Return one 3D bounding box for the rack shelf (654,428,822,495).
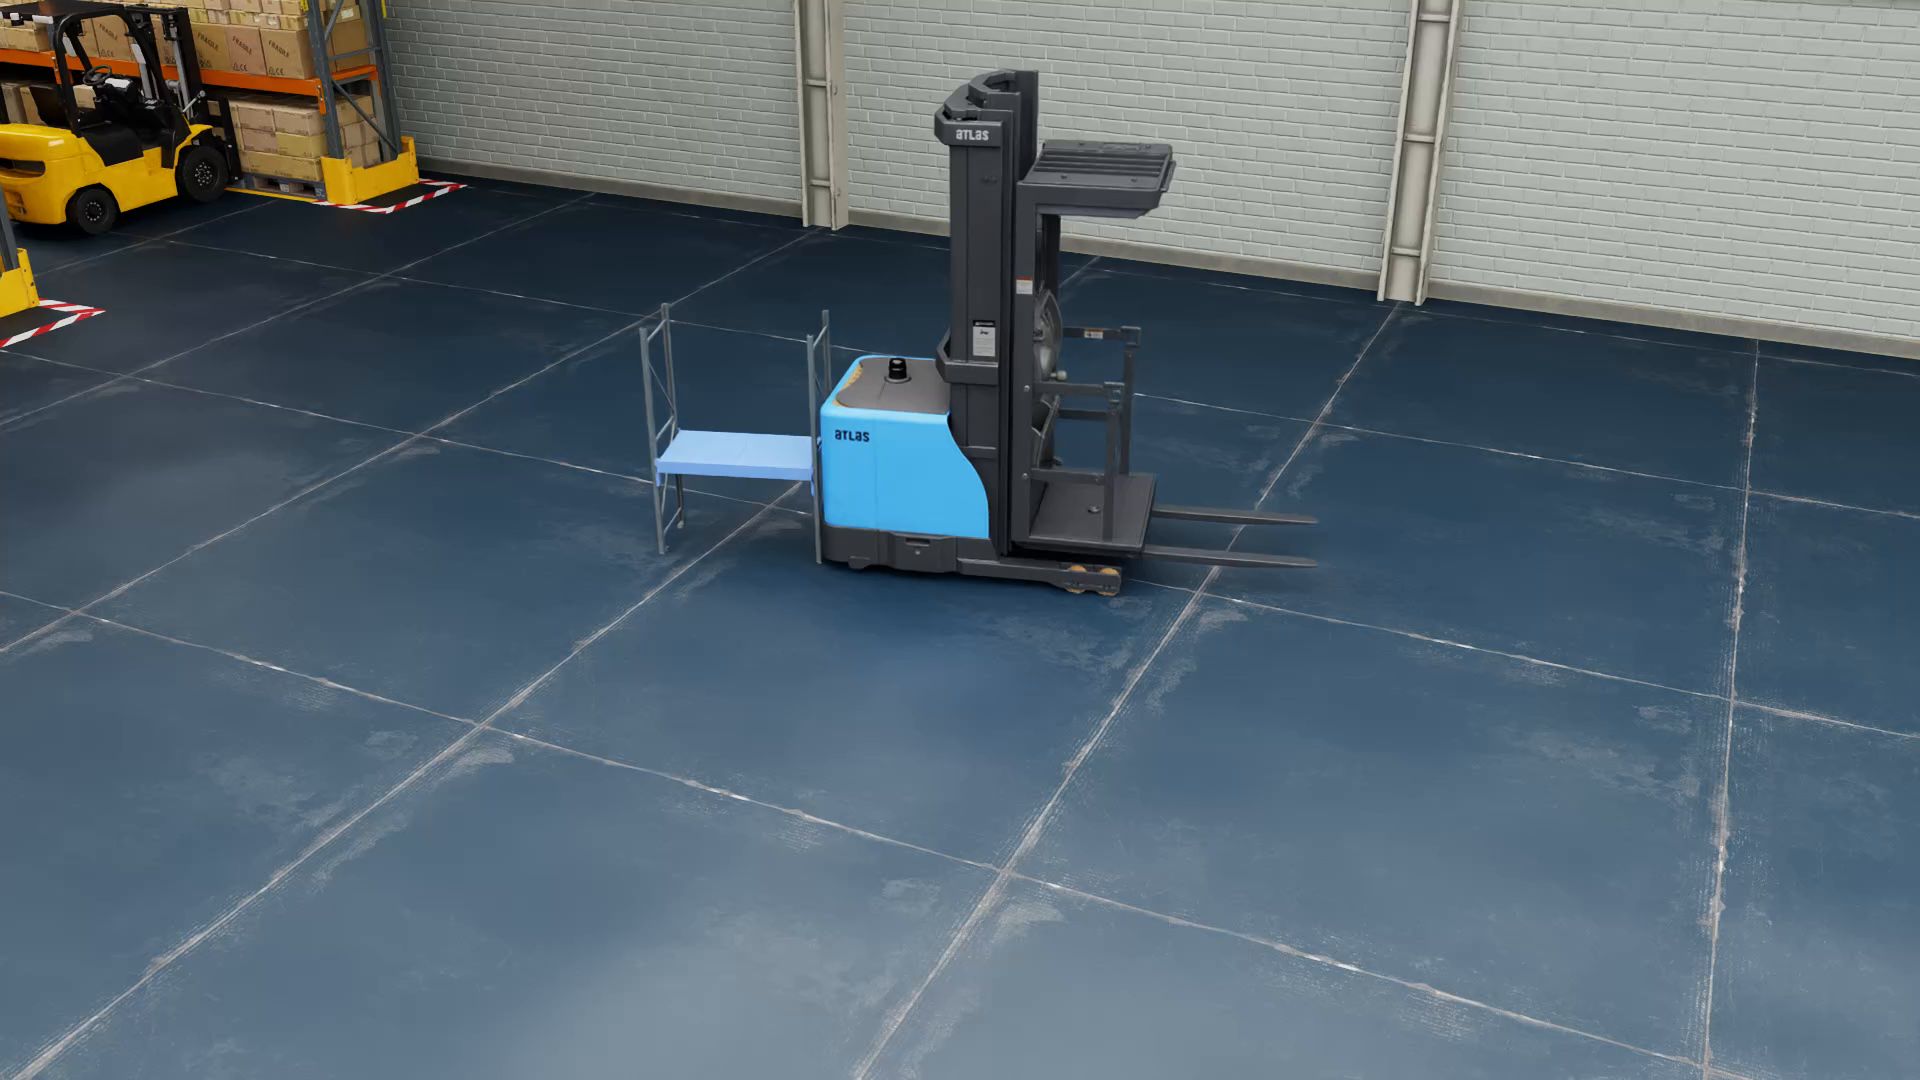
[{"bbox_3d":[-1.360,-0.500,10.475,1.000,0.185,0.538,3,26,7],"label":"rack shelf"}]

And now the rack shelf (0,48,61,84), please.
[{"bbox_3d":[-12.069,-6.045,20.446,4.000,0.370,1.077,11,28,22],"label":"rack shelf"}]

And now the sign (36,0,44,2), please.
[{"bbox_3d":[-10.464,-6.266,18.859,0.005,0.325,0.100,11,28,22],"label":"sign"}]

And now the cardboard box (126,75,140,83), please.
[{"bbox_3d":[-9.720,-5.393,19.813,0.500,0.250,0.500,12,29,23],"label":"cardboard box"}]

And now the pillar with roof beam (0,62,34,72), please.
[{"bbox_3d":[-14.111,-7.818,16.441,0.400,9.000,9.100,11,28,22],"label":"pillar with roof beam"}]

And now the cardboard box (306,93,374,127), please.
[{"bbox_3d":[-6.966,-4.838,18.685,0.500,0.250,0.500,11,28,21],"label":"cardboard box"}]

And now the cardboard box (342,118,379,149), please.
[{"bbox_3d":[-6.949,-4.619,18.807,0.500,0.250,0.500,12,29,23],"label":"cardboard box"}]

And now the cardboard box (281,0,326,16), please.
[{"bbox_3d":[-7.020,-5.720,17.788,0.250,0.149,0.380,11,28,22],"label":"cardboard box"}]

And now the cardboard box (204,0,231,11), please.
[{"bbox_3d":[-7.986,-5.868,18.089,0.250,0.149,0.380,12,29,23],"label":"cardboard box"}]

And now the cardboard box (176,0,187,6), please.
[{"bbox_3d":[-8.419,-5.998,18.353,0.250,0.149,0.380,12,29,23],"label":"cardboard box"}]

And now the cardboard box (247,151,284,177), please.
[{"bbox_3d":[-7.614,-4.279,18.682,0.500,0.250,0.500,11,28,22],"label":"cardboard box"}]

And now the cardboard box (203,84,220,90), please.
[{"bbox_3d":[-8.798,-5.208,19.438,0.500,0.250,0.500,12,28,22],"label":"cardboard box"}]

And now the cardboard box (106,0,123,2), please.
[{"bbox_3d":[-9.377,-6.150,18.662,0.250,0.149,0.380,12,29,23],"label":"cardboard box"}]

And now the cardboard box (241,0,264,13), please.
[{"bbox_3d":[-7.507,-5.790,17.930,0.250,0.149,0.380,12,29,23],"label":"cardboard box"}]

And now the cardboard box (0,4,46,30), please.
[{"bbox_3d":[-10.801,-6.146,19.440,0.500,0.250,0.500,11,28,21],"label":"cardboard box"}]

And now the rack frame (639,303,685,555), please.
[{"bbox_3d":[-1.864,-0.690,10.453,0.032,1.500,0.500,3,26,7],"label":"rack frame"}]

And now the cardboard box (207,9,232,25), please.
[{"bbox_3d":[-7.978,-5.743,18.172,0.250,0.149,0.380,10,28,20],"label":"cardboard box"}]

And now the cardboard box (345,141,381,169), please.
[{"bbox_3d":[-6.973,-4.394,18.915,0.500,0.250,0.500,11,28,22],"label":"cardboard box"}]

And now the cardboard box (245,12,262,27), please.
[{"bbox_3d":[-7.494,-5.664,18.010,0.250,0.149,0.380,12,29,23],"label":"cardboard box"}]

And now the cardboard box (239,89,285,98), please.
[{"bbox_3d":[-7.873,-5.023,19.063,0.500,0.250,0.500,11,28,21],"label":"cardboard box"}]

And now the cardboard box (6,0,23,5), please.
[{"bbox_3d":[-10.893,-6.351,19.405,0.250,0.149,0.380,11,28,21],"label":"cardboard box"}]

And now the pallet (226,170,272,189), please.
[{"bbox_3d":[-8.427,-4.366,19.379,1.213,0.211,1.003,11,28,22],"label":"pallet"}]

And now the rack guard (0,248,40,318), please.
[{"bbox_3d":[-8.727,-2.166,14.584,0.348,0.500,1.175,11,28,22],"label":"rack guard"}]

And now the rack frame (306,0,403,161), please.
[{"bbox_3d":[-6.607,-5.270,18.059,0.127,3.000,1.000,11,28,22],"label":"rack frame"}]

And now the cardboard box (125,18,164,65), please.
[{"bbox_3d":[-9.010,-5.680,18.777,0.500,0.500,0.500,11,28,21],"label":"cardboard box"}]

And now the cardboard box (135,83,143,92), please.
[{"bbox_3d":[-9.476,-5.093,19.204,0.500,0.250,0.500,11,28,22],"label":"cardboard box"}]

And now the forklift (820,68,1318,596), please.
[{"bbox_3d":[0.713,-1.229,9.929,3.031,2.935,1.130,5,27,10],"label":"forklift"}]

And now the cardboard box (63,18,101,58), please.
[{"bbox_3d":[-9.952,-5.860,19.144,0.500,0.500,0.500,11,28,20],"label":"cardboard box"}]

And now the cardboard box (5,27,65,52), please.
[{"bbox_3d":[-10.815,-5.921,19.551,0.500,0.250,0.500,12,29,23],"label":"cardboard box"}]

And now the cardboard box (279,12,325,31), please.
[{"bbox_3d":[-7.038,-5.557,17.793,0.250,0.149,0.380,12,29,23],"label":"cardboard box"}]

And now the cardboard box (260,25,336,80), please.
[{"bbox_3d":[-7.163,-5.300,18.005,0.500,0.500,0.500,11,28,21],"label":"cardboard box"}]

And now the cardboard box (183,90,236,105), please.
[{"bbox_3d":[-8.544,-4.907,18.827,0.500,0.250,0.500,11,28,21],"label":"cardboard box"}]

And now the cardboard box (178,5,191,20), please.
[{"bbox_3d":[-8.406,-5.863,18.416,0.250,0.149,0.380,11,28,21],"label":"cardboard box"}]

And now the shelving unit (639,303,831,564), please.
[{"bbox_3d":[-1.360,-0.661,10.396,1.048,1.500,0.538,3,26,7],"label":"shelving unit"}]

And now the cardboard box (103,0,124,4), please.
[{"bbox_3d":[-9.388,-6.015,18.724,0.250,0.149,0.380,12,29,23],"label":"cardboard box"}]

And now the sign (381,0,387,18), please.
[{"bbox_3d":[-6.372,-5.916,18.301,0.005,0.325,0.100,11,28,22],"label":"sign"}]

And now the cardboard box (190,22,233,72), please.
[{"bbox_3d":[-8.099,-5.492,18.395,0.500,0.500,0.500,11,28,21],"label":"cardboard box"}]

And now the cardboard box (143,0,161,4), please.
[{"bbox_3d":[-8.875,-6.090,18.539,0.250,0.149,0.380,11,28,22],"label":"cardboard box"}]

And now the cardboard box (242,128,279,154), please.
[{"bbox_3d":[-7.631,-4.509,18.583,0.500,0.250,0.500,11,28,21],"label":"cardboard box"}]

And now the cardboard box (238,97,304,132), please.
[{"bbox_3d":[-7.622,-4.723,18.454,0.500,0.250,0.500,12,29,23],"label":"cardboard box"}]

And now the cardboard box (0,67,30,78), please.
[{"bbox_3d":[-12.116,-5.497,20.732,0.625,0.625,0.875,10,28,20],"label":"cardboard box"}]

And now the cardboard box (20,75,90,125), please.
[{"bbox_3d":[-10.728,-5.216,20.161,0.625,0.625,0.875,13,29,24],"label":"cardboard box"}]

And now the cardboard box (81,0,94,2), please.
[{"bbox_3d":[-9.830,-6.127,18.951,0.250,0.149,0.380,12,29,23],"label":"cardboard box"}]

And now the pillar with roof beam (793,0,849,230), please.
[{"bbox_3d":[-3.188,-5.623,11.984,0.400,9.000,9.100,11,28,22],"label":"pillar with roof beam"}]

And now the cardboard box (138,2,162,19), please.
[{"bbox_3d":[-8.913,-5.928,18.547,0.250,0.149,0.380,10,28,20],"label":"cardboard box"}]
